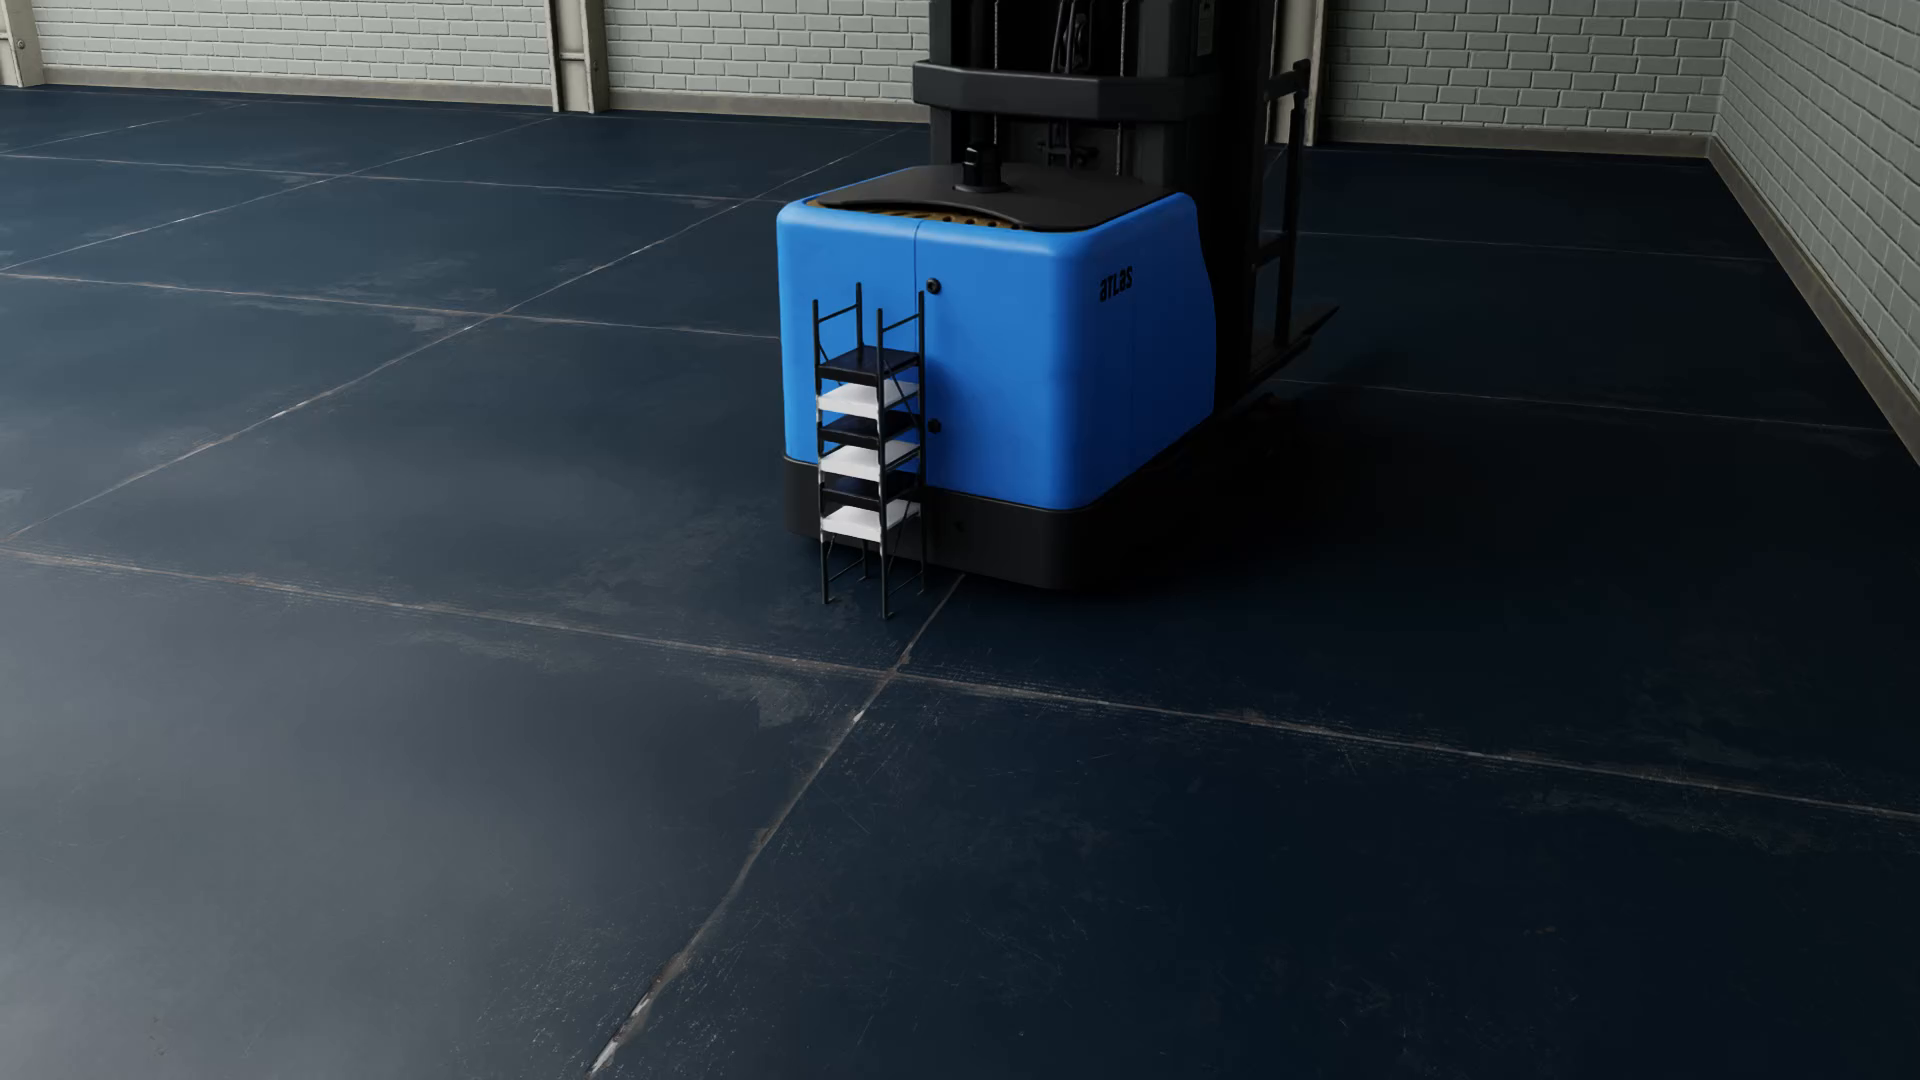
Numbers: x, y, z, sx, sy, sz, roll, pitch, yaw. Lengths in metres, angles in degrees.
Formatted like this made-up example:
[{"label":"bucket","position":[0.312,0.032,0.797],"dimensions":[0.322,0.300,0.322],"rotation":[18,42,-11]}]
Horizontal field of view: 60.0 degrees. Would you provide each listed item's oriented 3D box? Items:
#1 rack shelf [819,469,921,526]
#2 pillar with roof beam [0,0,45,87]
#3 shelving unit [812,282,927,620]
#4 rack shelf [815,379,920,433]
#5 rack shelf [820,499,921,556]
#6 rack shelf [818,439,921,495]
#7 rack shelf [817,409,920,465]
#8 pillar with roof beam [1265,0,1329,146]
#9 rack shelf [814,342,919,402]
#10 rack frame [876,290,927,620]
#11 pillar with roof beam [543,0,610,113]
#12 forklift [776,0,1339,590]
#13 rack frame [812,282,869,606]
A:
[{"label":"rack shelf","position":[-0.247,-0.134,4.735],"dimensions":[0.200,0.077,0.258],"rotation":[12,25,27]},{"label":"pillar with roof beam","position":[-10.226,-6.946,10.346],"dimensions":[0.400,9.000,9.100],"rotation":[7,23,16]},{"label":"shelving unit","position":[-0.247,-0.248,4.688],"dimensions":[0.210,0.900,0.258],"rotation":[12,25,27]},{"label":"rack shelf","position":[-0.248,-0.384,4.632],"dimensions":[0.200,0.077,0.258],"rotation":[12,25,27]},{"label":"rack shelf","position":[-0.247,-0.051,4.769],"dimensions":[0.200,0.077,0.258],"rotation":[12,25,27]},{"label":"rack shelf","position":[-0.247,-0.217,4.701],"dimensions":[0.200,0.077,0.258],"rotation":[12,25,27]},{"label":"rack shelf","position":[-0.247,-0.301,4.666],"dimensions":[0.200,0.077,0.258],"rotation":[12,25,27]},{"label":"pillar with roof beam","position":[1.262,-5.631,7.139],"dimensions":[0.400,9.000,9.100],"rotation":[7,23,16]},{"label":"rack shelf","position":[-0.248,-0.467,4.597],"dimensions":[0.200,0.077,0.258],"rotation":[12,25,27]},{"label":"rack frame","position":[-0.158,-0.229,4.642],"dimensions":[0.006,0.900,0.240],"rotation":[12,25,27]},{"label":"pillar with roof beam","position":[-4.482,-6.288,8.743],"dimensions":[0.400,9.000,9.100],"rotation":[7,23,16]},{"label":"forklift","position":[0.605,-1.730,5.625],"dimensions":[1.130,2.935,3.031],"rotation":[12,25,27]},{"label":"rack frame","position":[-0.336,-0.267,4.734],"dimensions":[0.006,0.900,0.240],"rotation":[12,25,27]}]
